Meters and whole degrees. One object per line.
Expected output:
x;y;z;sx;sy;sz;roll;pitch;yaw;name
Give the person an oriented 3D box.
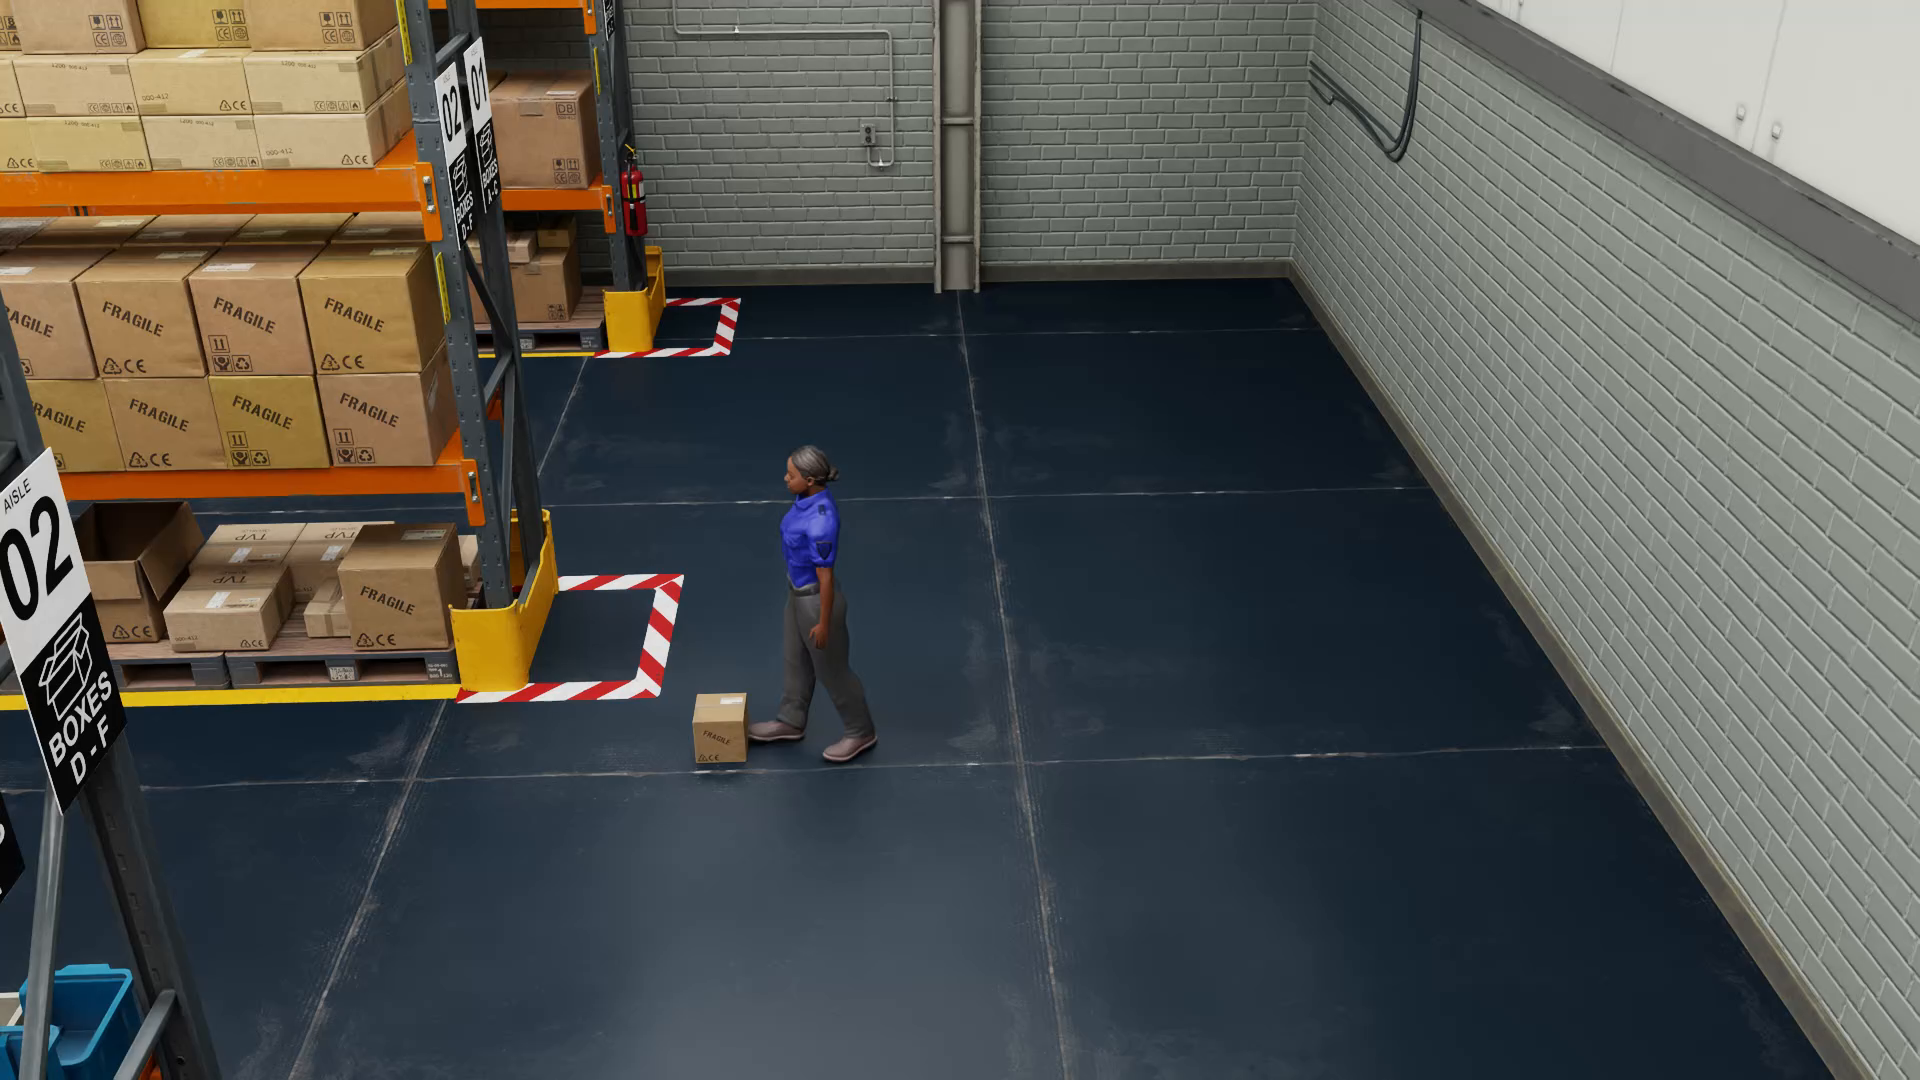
-0.746;0.303;8.031;0.646;1.656;0.443;-5;28;-9;person
